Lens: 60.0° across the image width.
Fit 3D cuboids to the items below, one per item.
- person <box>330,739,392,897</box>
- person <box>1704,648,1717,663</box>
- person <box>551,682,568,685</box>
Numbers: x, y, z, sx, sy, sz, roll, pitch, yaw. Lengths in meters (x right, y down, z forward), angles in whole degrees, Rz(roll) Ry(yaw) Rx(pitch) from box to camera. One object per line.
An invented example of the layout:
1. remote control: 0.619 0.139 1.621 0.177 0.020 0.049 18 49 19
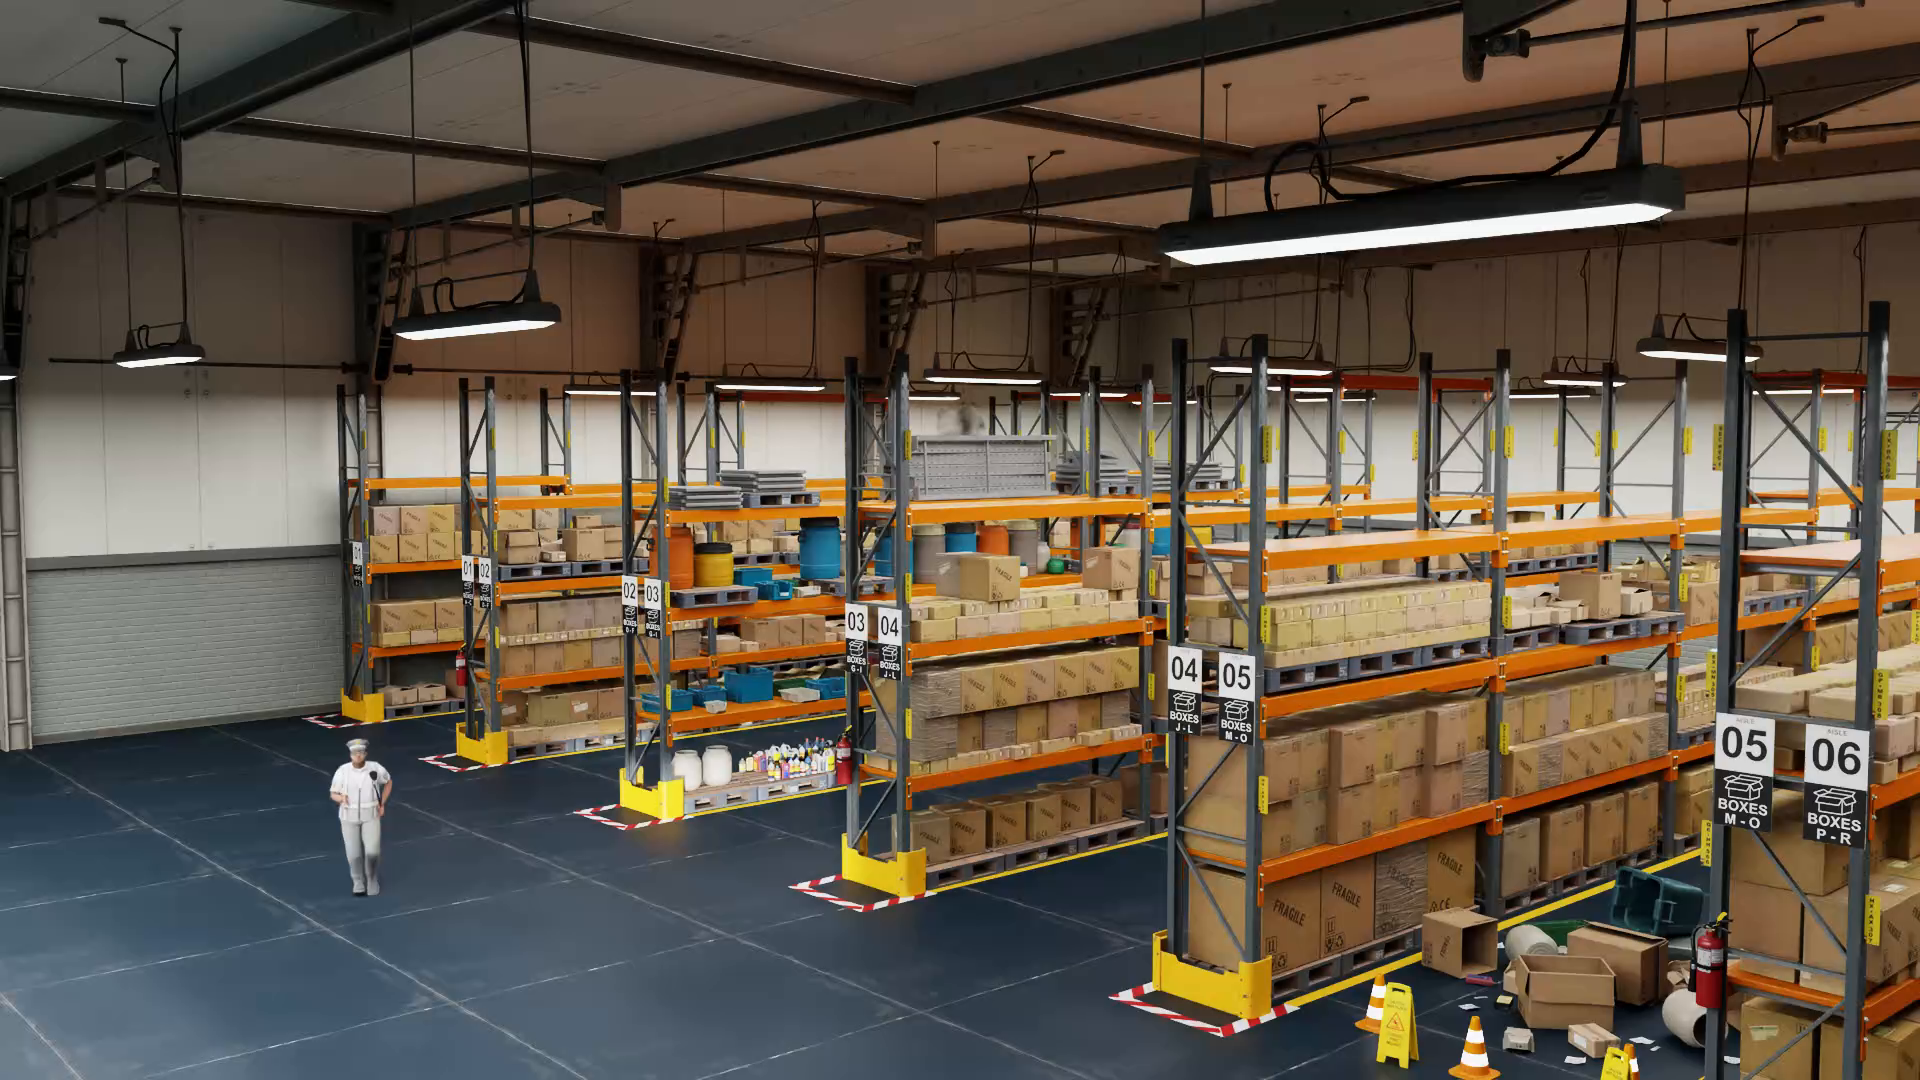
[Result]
1. person: -6.623 3.086 18.368 0.625 1.789 0.650 -1 4 -17
2. person: 11.756 2.574 25.853 0.802 1.790 0.620 -3 5 -38
3. person: -6.890 2.375 28.634 0.697 1.758 0.977 4 5 45
